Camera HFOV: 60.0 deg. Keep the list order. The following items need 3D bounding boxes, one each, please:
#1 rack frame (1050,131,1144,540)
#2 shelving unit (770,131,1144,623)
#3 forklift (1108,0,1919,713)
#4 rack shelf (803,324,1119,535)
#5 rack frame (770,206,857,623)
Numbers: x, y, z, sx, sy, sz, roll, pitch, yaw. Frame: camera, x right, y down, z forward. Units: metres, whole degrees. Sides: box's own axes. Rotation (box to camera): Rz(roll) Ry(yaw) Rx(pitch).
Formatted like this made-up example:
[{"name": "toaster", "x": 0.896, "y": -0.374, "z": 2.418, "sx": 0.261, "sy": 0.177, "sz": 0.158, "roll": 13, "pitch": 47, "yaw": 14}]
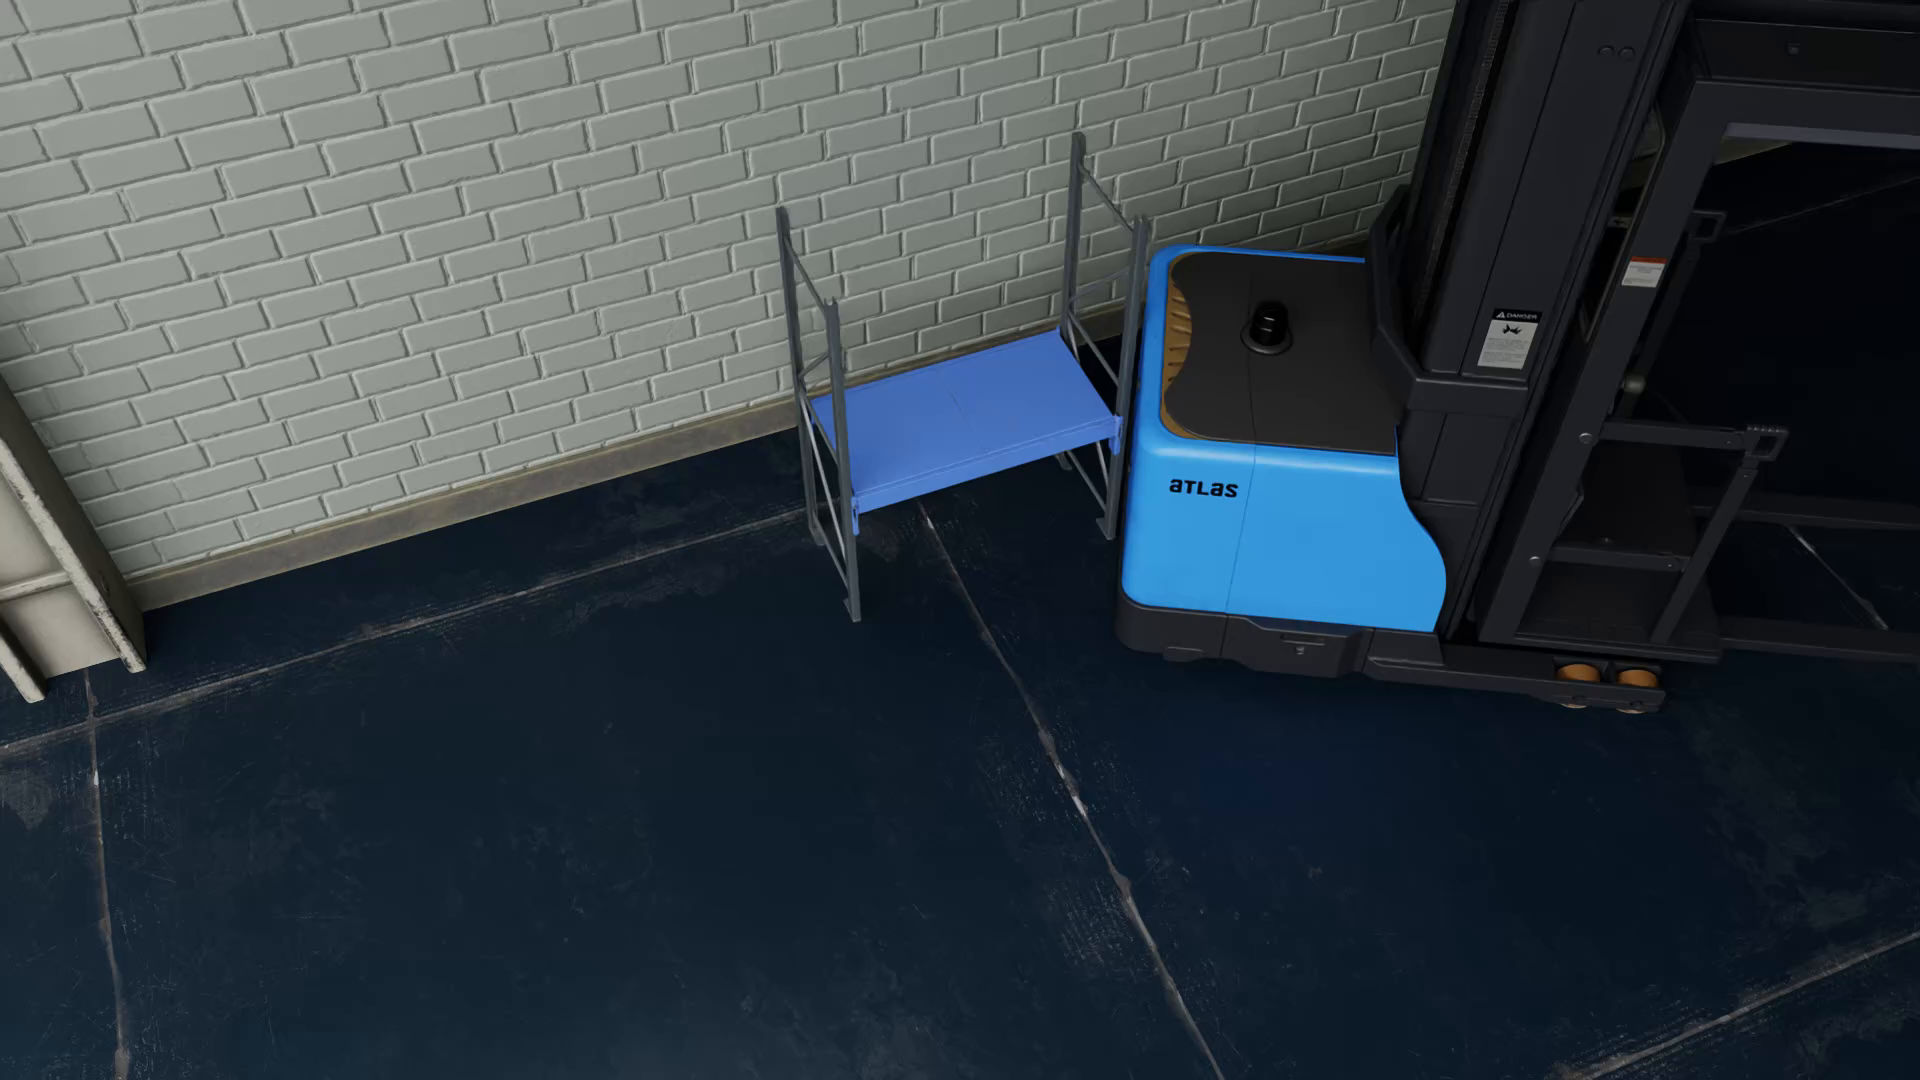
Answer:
[{"name": "rack frame", "x": 0.457, "y": -0.667, "z": 5.834, "sx": 0.032, "sy": 1.500, "sz": 0.500, "roll": -18, "pitch": 52, "yaw": -14}, {"name": "shelving unit", "x": -0.012, "y": -0.518, "z": 5.707, "sx": 1.048, "sy": 1.500, "sz": 0.538, "roll": -18, "pitch": 52, "yaw": -14}, {"name": "forklift", "x": 2.079, "y": -0.788, "z": 4.995, "sx": 3.031, "sy": 2.935, "sz": 1.130, "roll": 5, "pitch": 50, "yaw": 4}, {"name": "rack shelf", "x": -0.012, "y": -0.401, "z": 5.843, "sx": 1.000, "sy": 0.185, "sz": 0.538, "roll": -18, "pitch": 52, "yaw": -14}, {"name": "rack frame", "x": -0.481, "y": -0.370, "z": 5.579, "sx": 0.032, "sy": 1.500, "sz": 0.500, "roll": -18, "pitch": 52, "yaw": -14}]
